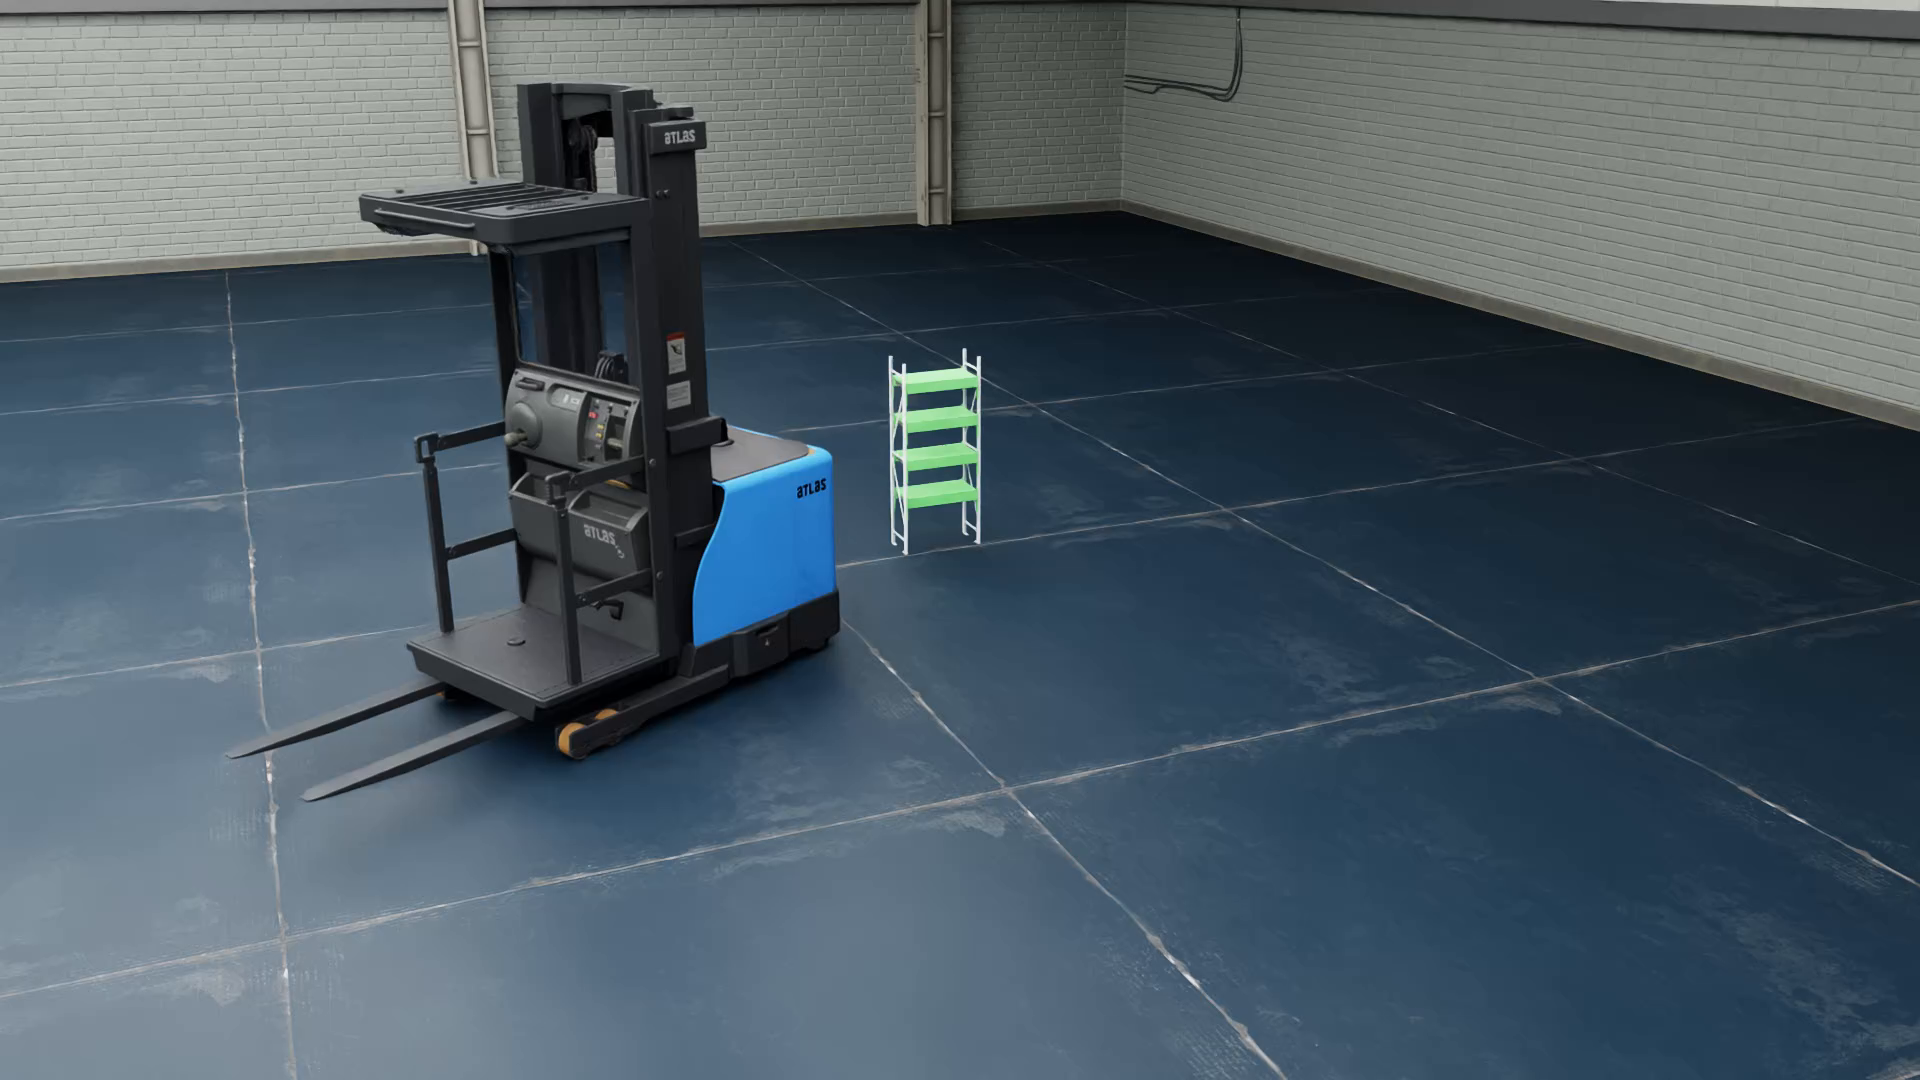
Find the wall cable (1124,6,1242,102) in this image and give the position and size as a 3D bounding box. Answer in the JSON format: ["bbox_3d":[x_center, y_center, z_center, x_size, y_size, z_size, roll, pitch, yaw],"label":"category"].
[{"bbox_3d":[2.876,-7.118,21.865,0.112,2.526,3.097,-8,21,-22],"label":"wall cable"}]

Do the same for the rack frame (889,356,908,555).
[{"bbox_3d":[-0.376,-0.512,10.170,0.015,1.200,0.240,-8,21,-22],"label":"rack frame"}]

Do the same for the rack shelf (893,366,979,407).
[{"bbox_3d":[-0.152,-0.937,10.123,0.480,0.148,0.258,-8,21,-22],"label":"rack shelf"}]

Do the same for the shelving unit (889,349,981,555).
[{"bbox_3d":[-0.152,-0.544,10.261,0.503,1.200,0.258,-8,21,-22],"label":"shelving unit"}]

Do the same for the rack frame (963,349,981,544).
[{"bbox_3d":[0.072,-0.576,10.352,0.015,1.200,0.240,-8,21,-22],"label":"rack frame"}]

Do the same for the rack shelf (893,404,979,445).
[{"bbox_3d":[-0.152,-0.710,10.202,0.480,0.148,0.258,-8,21,-22],"label":"rack shelf"}]

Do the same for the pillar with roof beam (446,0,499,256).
[{"bbox_3d":[-4.157,-6.497,15.423,0.400,9.000,9.100,-8,21,-22],"label":"pillar with roof beam"}]

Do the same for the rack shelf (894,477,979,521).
[{"bbox_3d":[-0.152,-0.258,10.362,0.480,0.148,0.258,-8,21,-22],"label":"rack shelf"}]

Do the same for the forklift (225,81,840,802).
[{"bbox_3d":[-1.969,-0.560,7.699,1.130,2.935,3.031,15,25,37],"label":"forklift"}]

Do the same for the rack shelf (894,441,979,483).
[{"bbox_3d":[-0.152,-0.484,10.282,0.480,0.148,0.258,-8,21,-22],"label":"rack shelf"}]

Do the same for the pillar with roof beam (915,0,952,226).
[{"bbox_3d":[1.352,-7.286,17.665,0.400,9.000,9.100,-8,21,-22],"label":"pillar with roof beam"}]
